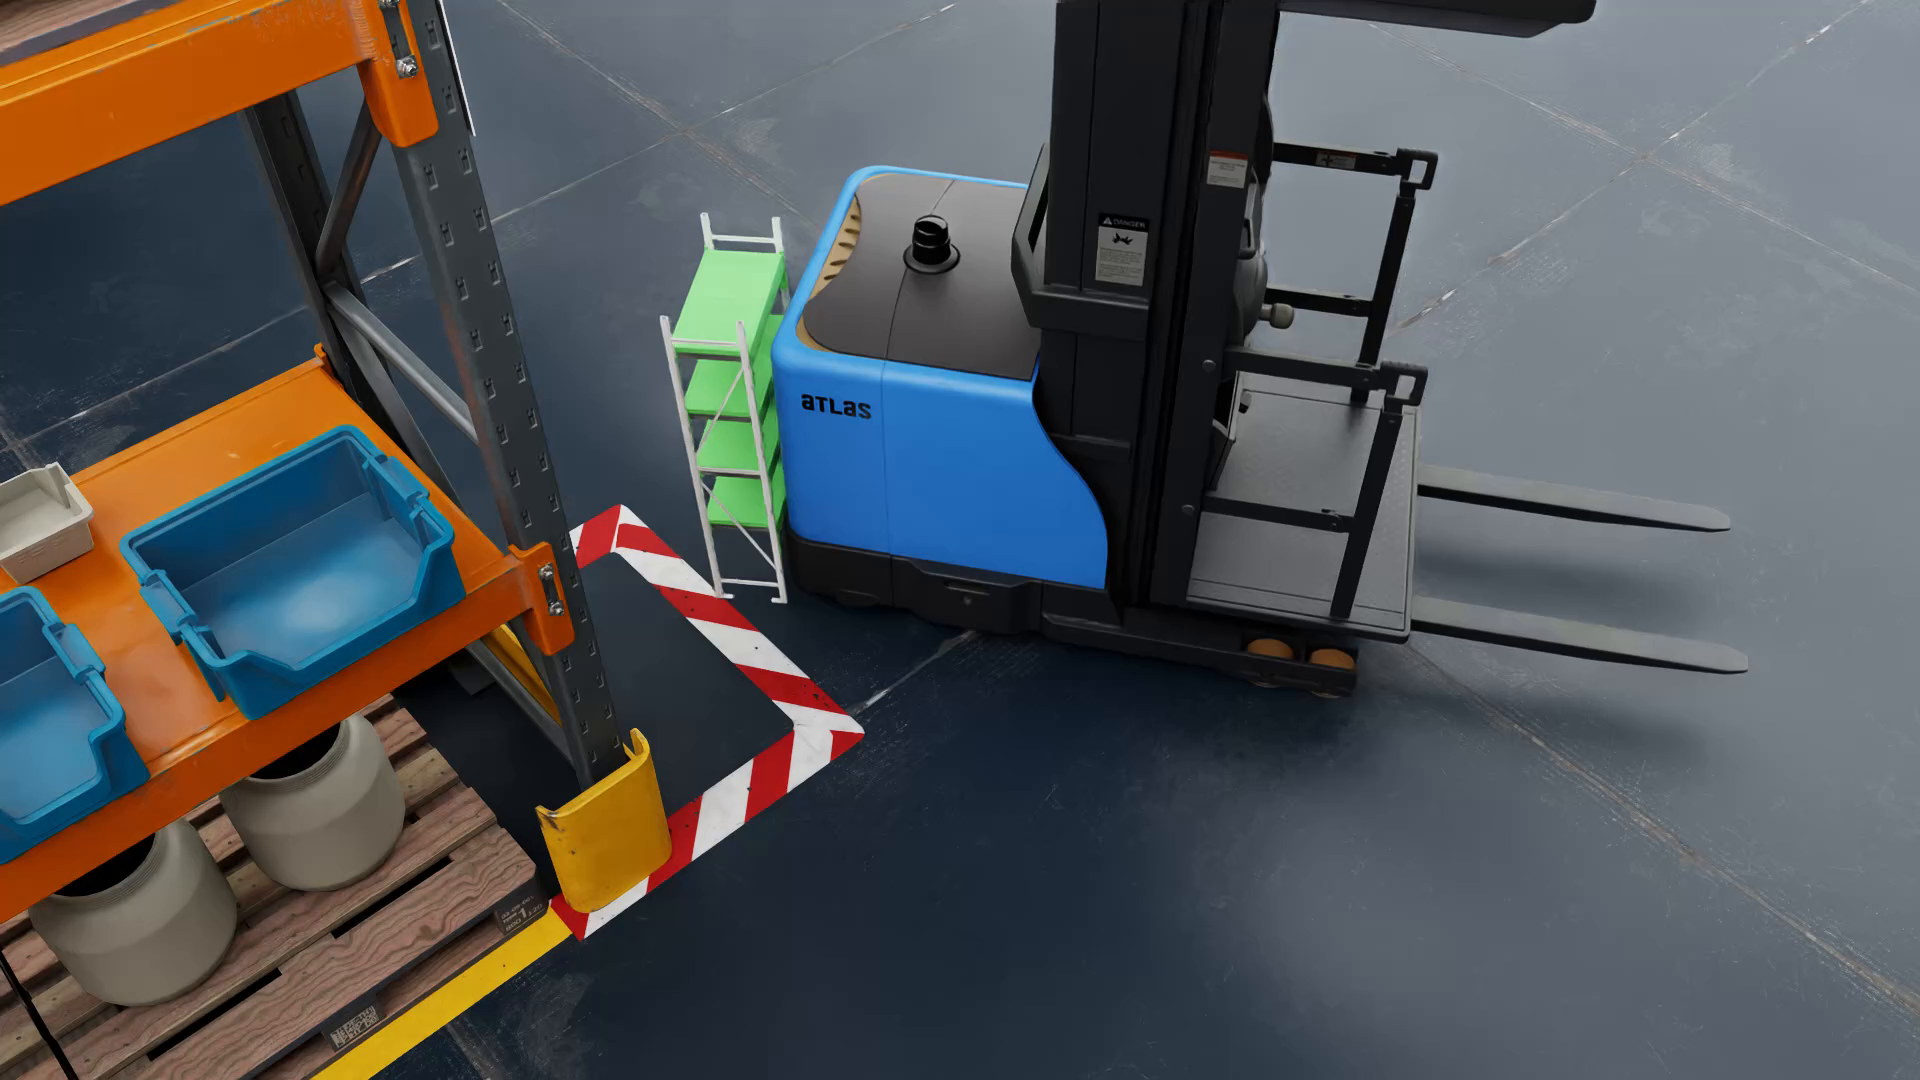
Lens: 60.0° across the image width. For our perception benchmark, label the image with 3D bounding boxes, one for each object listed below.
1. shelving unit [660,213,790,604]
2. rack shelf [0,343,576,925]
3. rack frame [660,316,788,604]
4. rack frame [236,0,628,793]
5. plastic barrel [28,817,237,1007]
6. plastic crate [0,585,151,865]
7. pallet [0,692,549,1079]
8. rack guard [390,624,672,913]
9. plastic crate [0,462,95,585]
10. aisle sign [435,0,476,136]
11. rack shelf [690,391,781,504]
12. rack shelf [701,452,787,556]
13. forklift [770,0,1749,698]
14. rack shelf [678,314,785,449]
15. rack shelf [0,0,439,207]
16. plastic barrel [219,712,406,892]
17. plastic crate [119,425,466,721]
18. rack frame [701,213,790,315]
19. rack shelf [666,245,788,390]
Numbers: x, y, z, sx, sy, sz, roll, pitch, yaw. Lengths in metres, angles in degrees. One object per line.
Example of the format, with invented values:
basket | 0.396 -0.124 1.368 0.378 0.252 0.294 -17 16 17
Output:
shelving unit | -0.679 -0.389 5.287 0.258 1.200 0.503 4 47 6
rack shelf | -2.797 0.839 3.424 4.000 0.370 1.077 -34 56 -27
rack frame | -0.711 -0.211 5.123 0.240 1.200 0.015 4 47 6
rack frame | -1.317 -0.394 4.072 0.127 3.000 1.000 -34 56 -27
plastic barrel | -2.123 0.922 4.265 0.421 0.512 0.421 0 47 0
plastic crate | -1.970 0.385 3.455 0.408 0.251 0.499 -34 56 -27
pallet | -1.946 1.014 4.671 1.213 0.211 1.003 -34 56 -27
rack guard | -1.341 0.517 4.933 0.348 0.500 1.175 -34 56 -27
plastic crate | -2.195 -0.037 3.922 0.250 0.136 0.298 -34 56 -27
aisle sign | -1.064 -1.149 3.001 0.004 0.787 0.394 -34 56 -27
rack shelf | -0.677 -0.345 5.334 0.258 0.148 0.480 4 47 6
rack shelf | -0.670 -0.182 5.509 0.258 0.148 0.480 4 47 6
forklift | 1.003 -0.923 4.607 3.031 2.935 1.130 9 48 8
rack shelf | -0.684 -0.509 5.158 0.258 0.148 0.480 4 47 6
rack shelf | -2.797 -0.178 2.322 4.000 0.370 1.077 -34 56 -27
plastic barrel | -1.752 0.674 4.494 0.421 0.512 0.421 0 47 0
plastic crate | -1.486 0.067 3.748 0.616 0.251 0.499 -34 56 -27
rack frame | -0.647 -0.566 5.451 0.240 1.200 0.015 4 47 6
rack shelf | -0.691 -0.672 4.982 0.258 0.148 0.480 4 47 6
